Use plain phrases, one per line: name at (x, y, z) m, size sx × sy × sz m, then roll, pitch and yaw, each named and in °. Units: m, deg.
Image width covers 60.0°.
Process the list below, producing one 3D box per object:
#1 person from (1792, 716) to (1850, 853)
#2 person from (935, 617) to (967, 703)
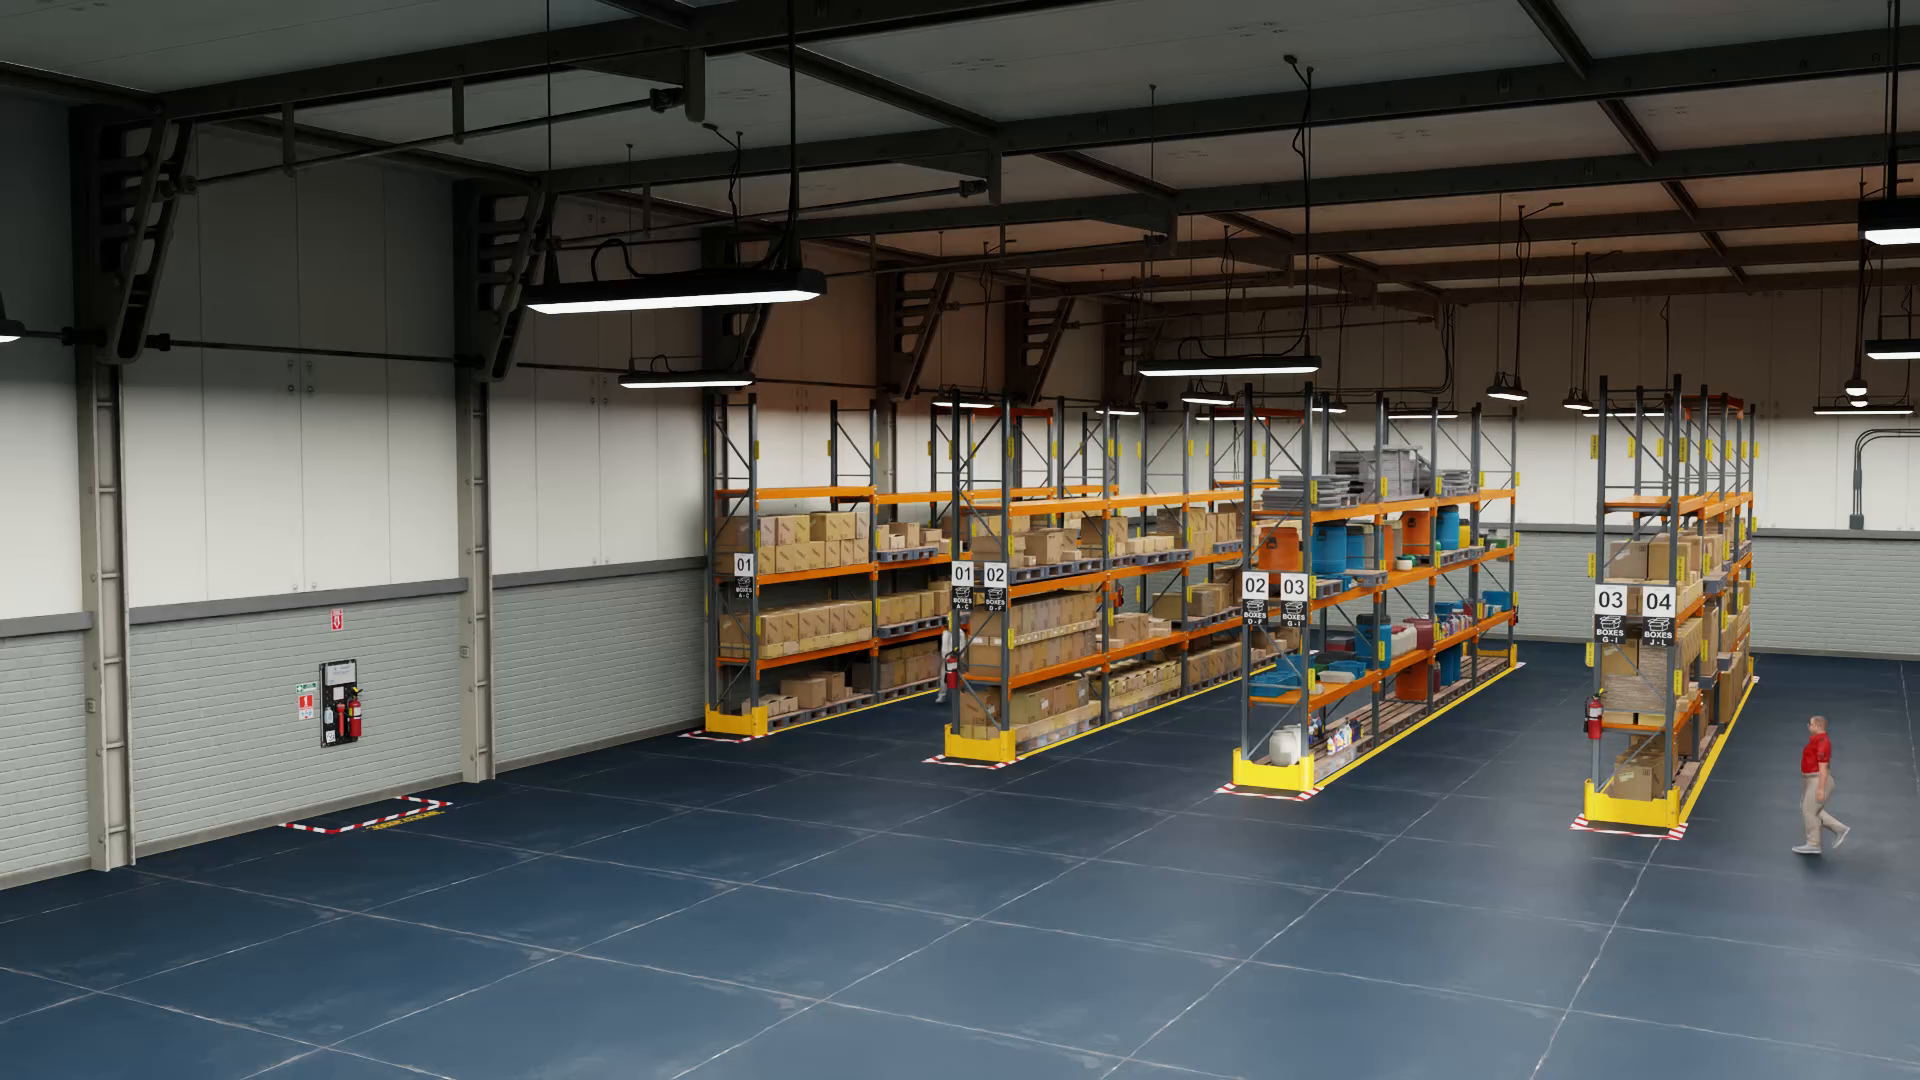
person at (10.666, 3.020, 20.545) m, size 0.673 × 1.707 × 0.531 m, roll 1°, pitch 3°, yaw 17°
person at (-0.163, 2.342, 32.948) m, size 0.565 × 1.735 × 0.963 m, roll 2°, pitch 3°, yaw 28°
